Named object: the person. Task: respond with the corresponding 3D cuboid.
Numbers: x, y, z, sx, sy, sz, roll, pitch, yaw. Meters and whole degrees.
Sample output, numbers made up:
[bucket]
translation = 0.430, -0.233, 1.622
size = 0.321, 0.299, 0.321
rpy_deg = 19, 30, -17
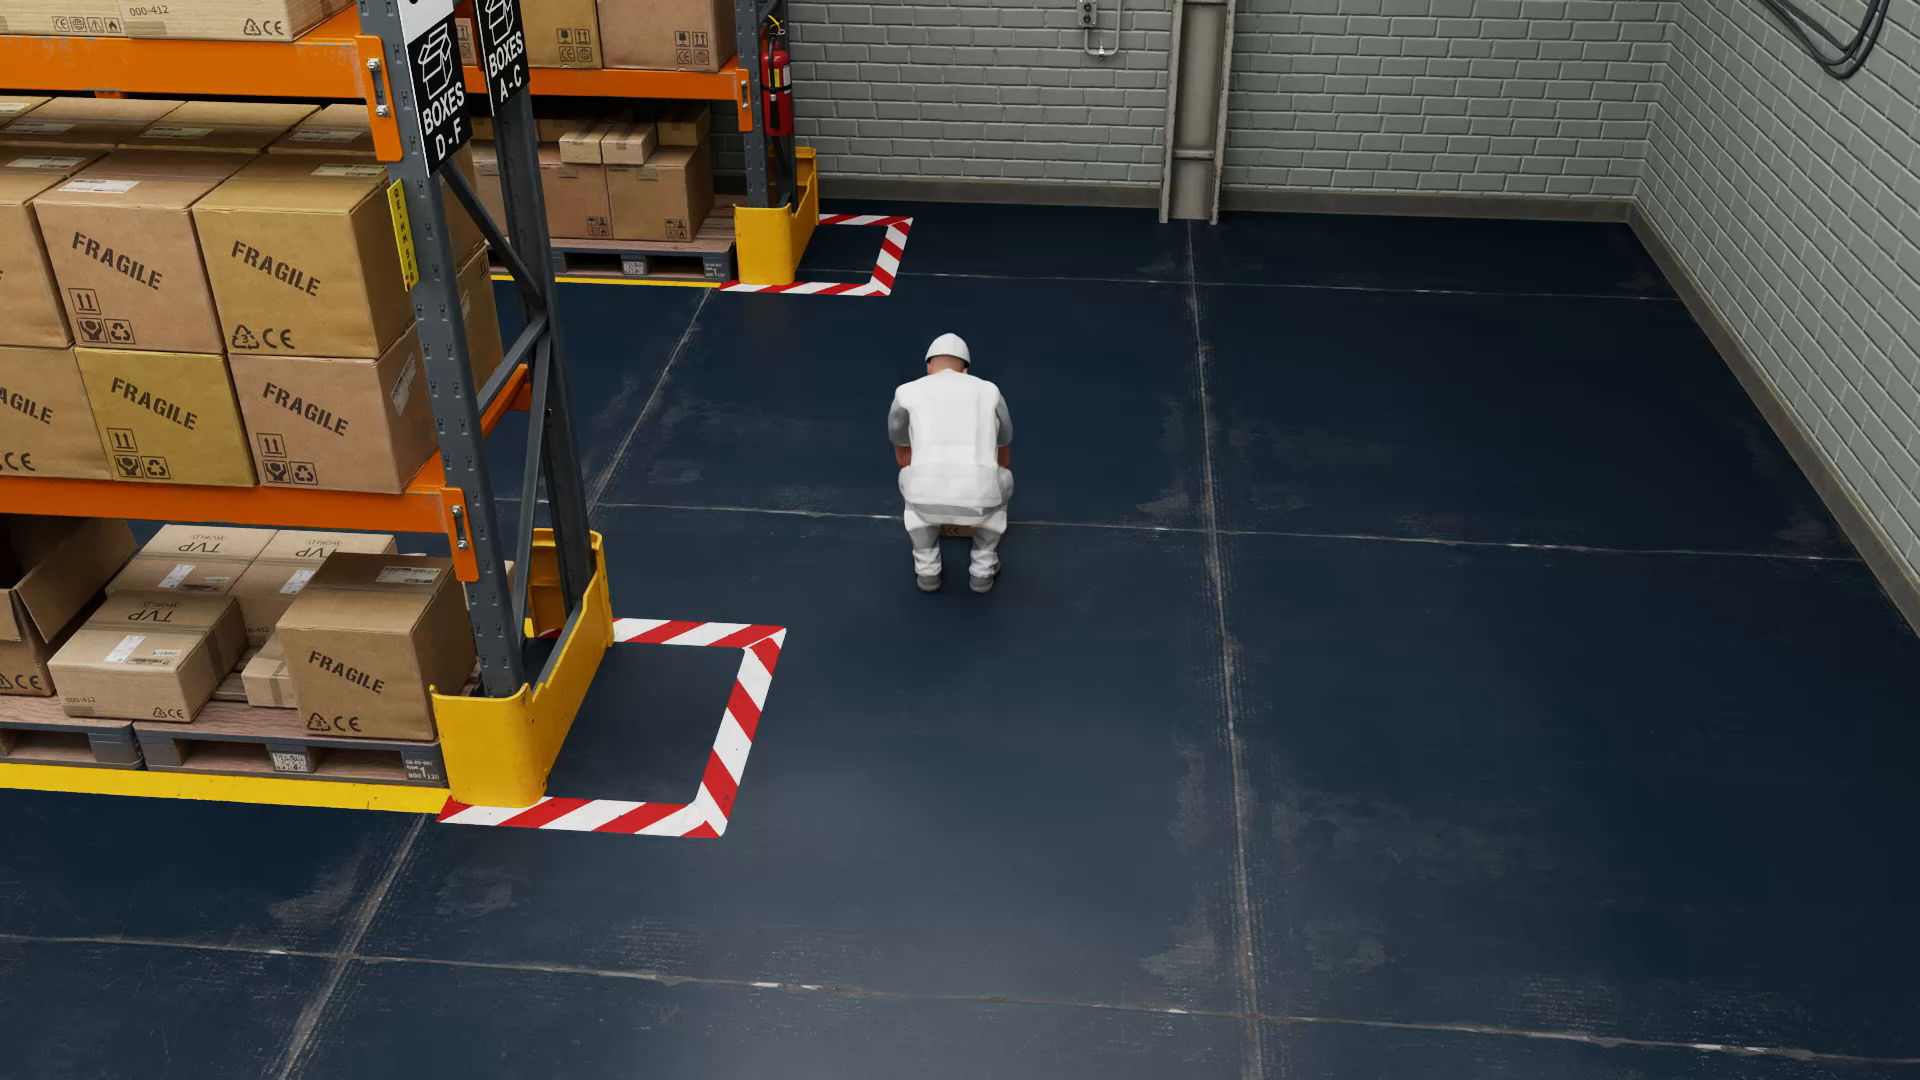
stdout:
[person]
translation = -0.044, -0.316, 7.386
size = 0.574, 0.994, 0.877
rpy_deg = 2, 32, 4
